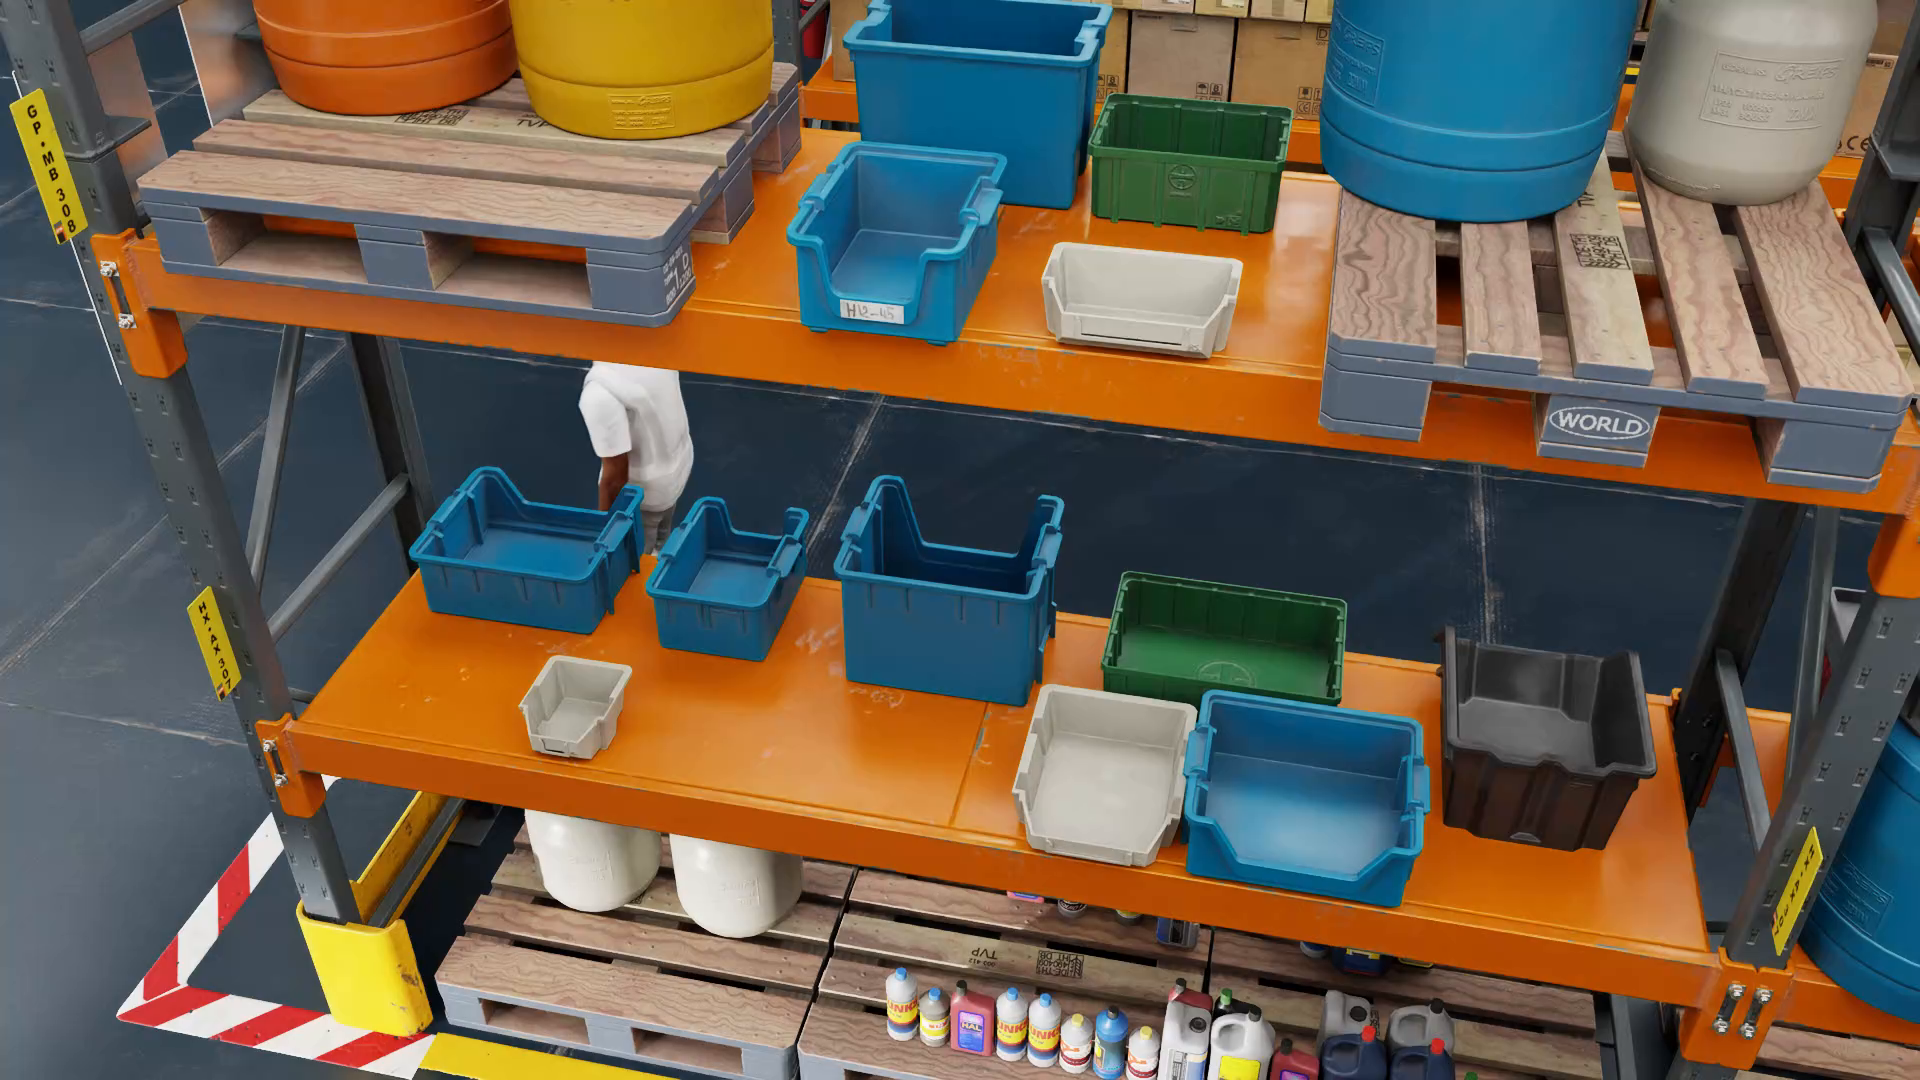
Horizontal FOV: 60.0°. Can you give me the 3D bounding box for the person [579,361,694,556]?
[{"bbox_3d":[-1.273,-0.240,6.460,0.460,1.760,0.625,7,37,9],"label":"person"}]
